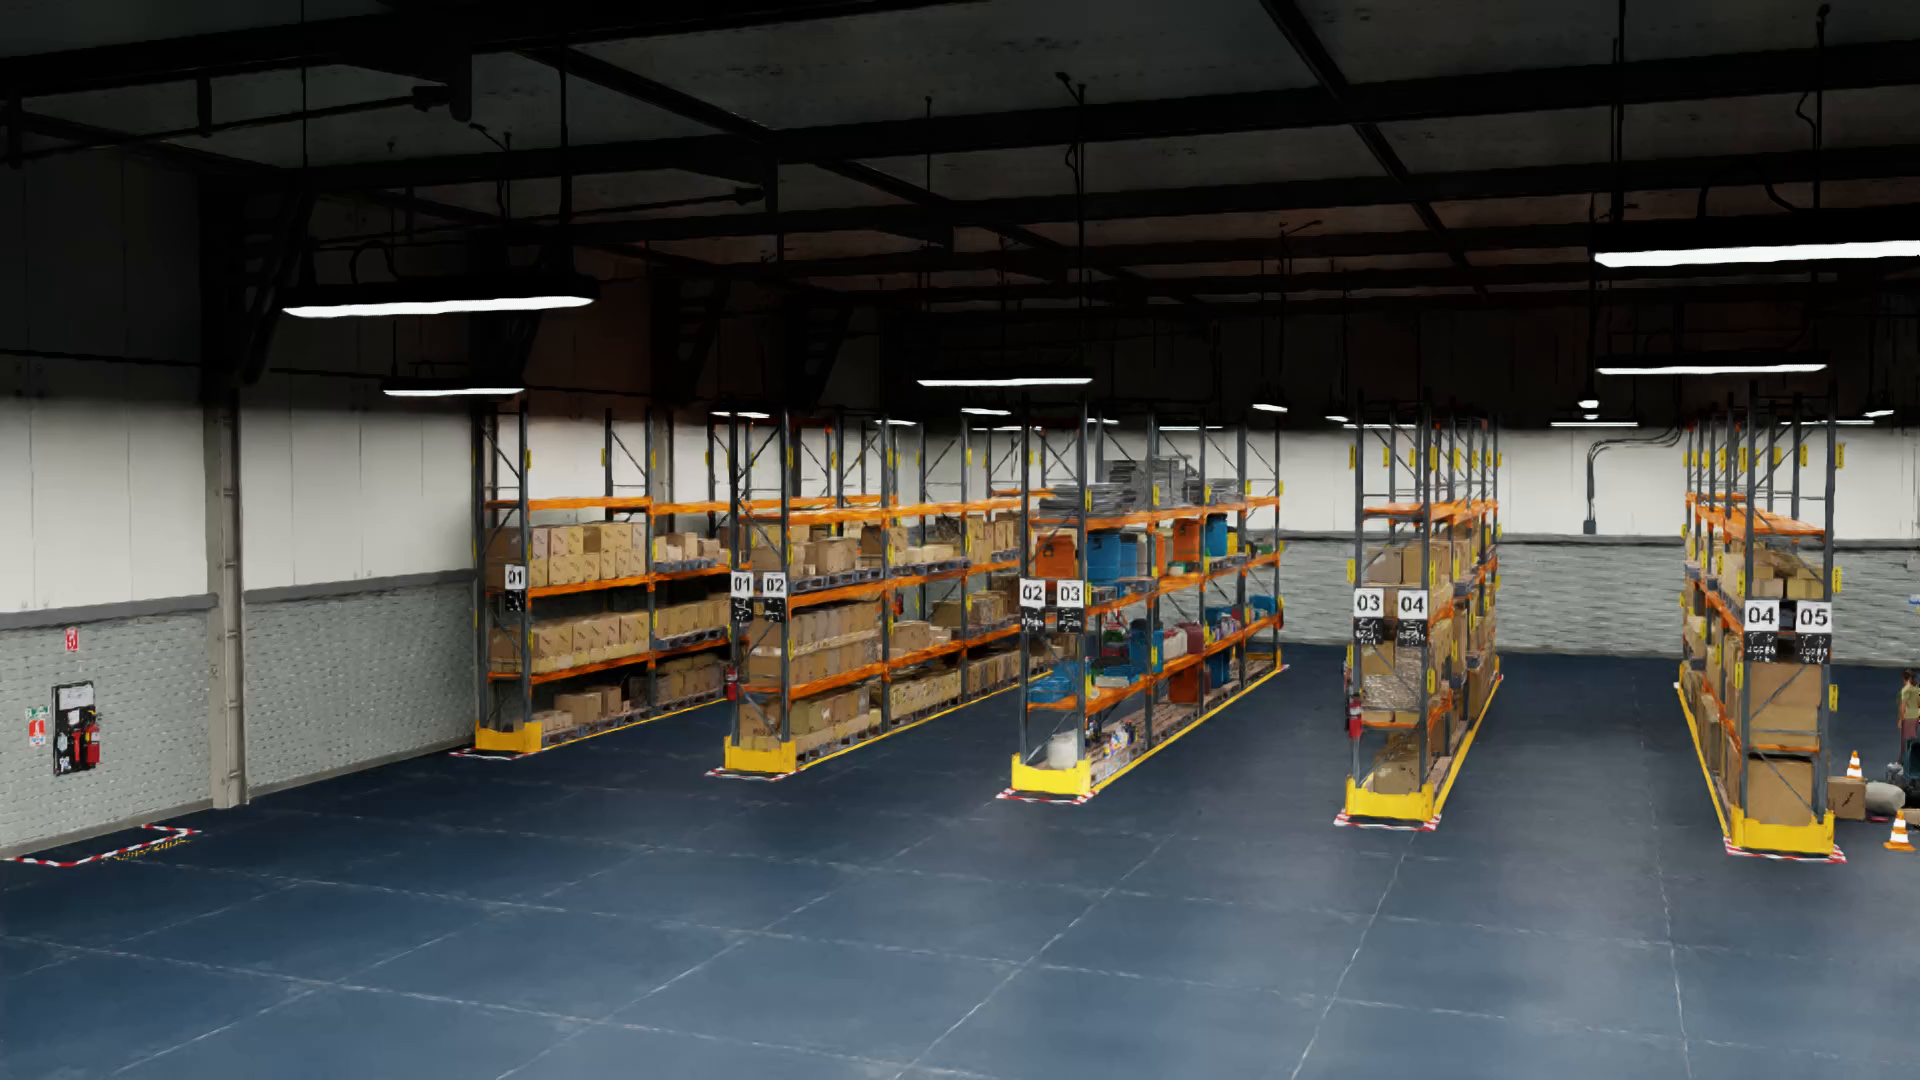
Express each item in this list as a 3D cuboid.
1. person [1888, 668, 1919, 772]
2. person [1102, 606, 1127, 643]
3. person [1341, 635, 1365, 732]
[{"bbox_3d":[15.070,2.860,26.499,0.559,1.668,0.569,-2,4,-39],"label":"person"},{"bbox_3d":[3.722,2.176,40.394,0.677,1.742,0.552,1,3,19],"label":"person"},{"bbox_3d":[7.245,2.628,30.521,0.651,1.744,0.593,-3,4,-44],"label":"person"}]
